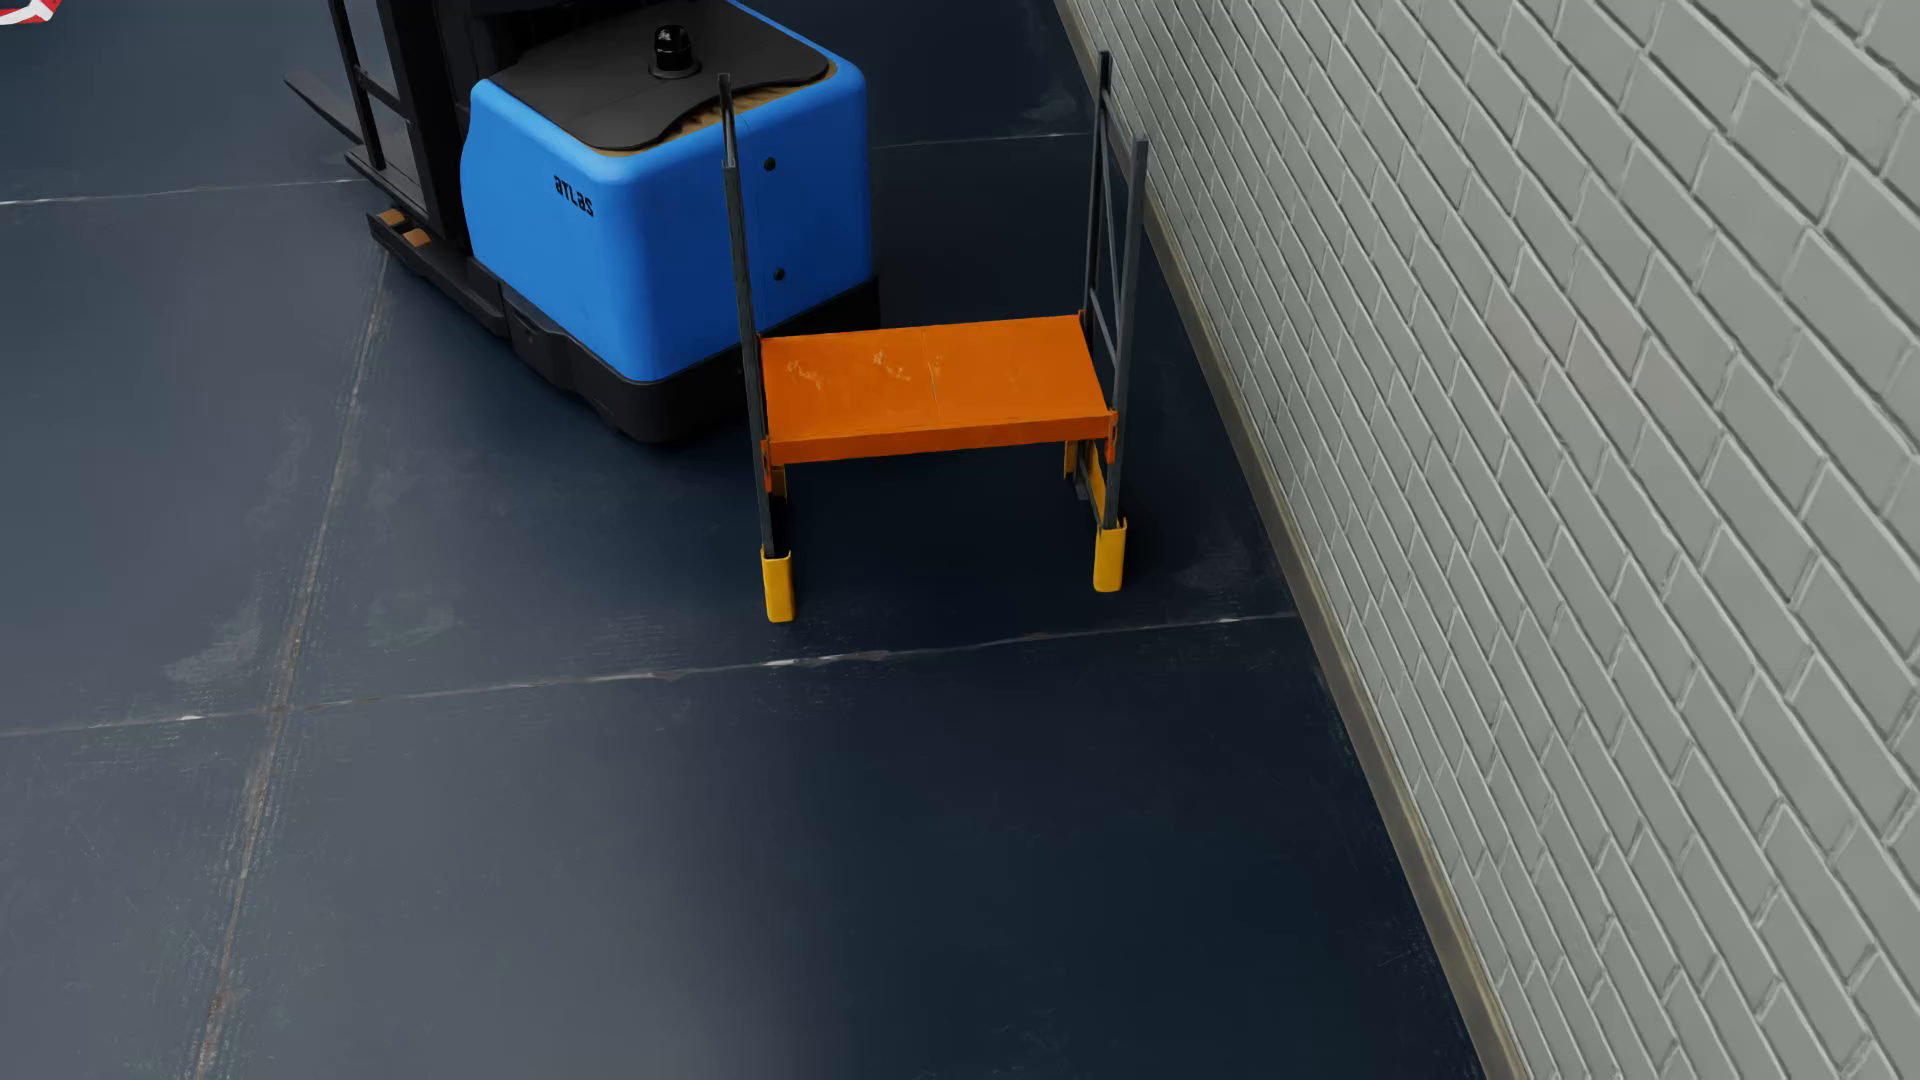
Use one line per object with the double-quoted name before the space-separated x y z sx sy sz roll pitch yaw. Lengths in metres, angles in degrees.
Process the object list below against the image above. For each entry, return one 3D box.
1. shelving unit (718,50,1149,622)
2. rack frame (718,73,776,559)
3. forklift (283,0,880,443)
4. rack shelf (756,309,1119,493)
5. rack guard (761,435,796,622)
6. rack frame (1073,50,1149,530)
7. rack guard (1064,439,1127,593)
"shelving unit" -0.076 -0.550 4.740 1.083 1.500 0.587 -5 42 -6
"rack frame" -0.589 -0.505 4.691 0.032 1.500 0.500 -5 42 -6
"forklift" -1.645 -2.315 5.629 1.130 2.935 3.031 -31 50 -30
"rack shelf" -0.085 -0.416 4.860 1.000 0.185 0.538 -5 42 -6
"rack guard" -0.569 -0.043 5.111 0.087 0.250 0.587 -5 42 -6
"rack frame" 0.419 -0.594 4.788 0.032 1.500 0.500 -5 42 -6
"rack guard" 0.418 -0.129 5.207 0.087 0.250 0.587 -5 42 -6
